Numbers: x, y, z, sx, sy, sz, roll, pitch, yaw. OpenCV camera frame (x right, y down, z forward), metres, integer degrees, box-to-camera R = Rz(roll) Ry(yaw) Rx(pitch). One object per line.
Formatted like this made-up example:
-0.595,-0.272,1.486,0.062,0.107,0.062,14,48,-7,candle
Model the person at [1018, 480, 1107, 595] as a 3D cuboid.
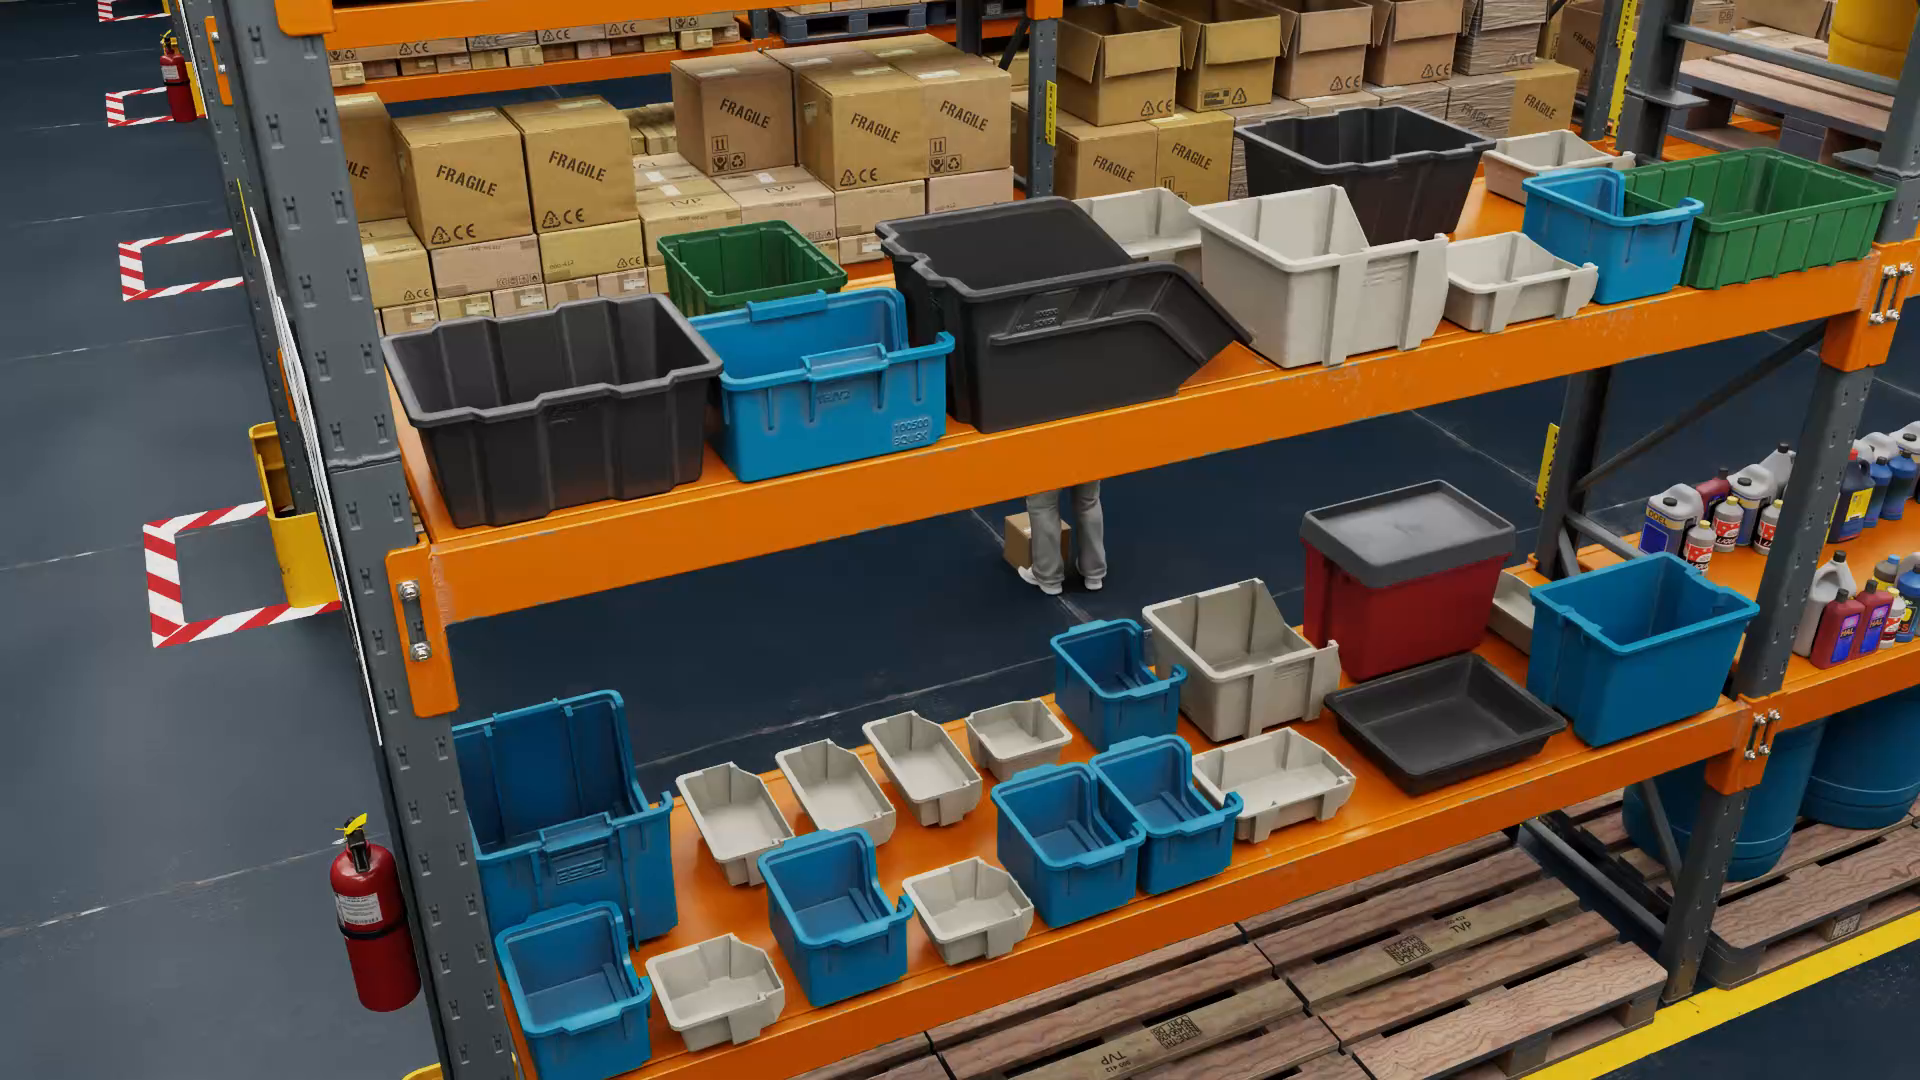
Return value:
0.496,-0.503,8.018,0.514,1.671,0.415,-15,33,-25,person
